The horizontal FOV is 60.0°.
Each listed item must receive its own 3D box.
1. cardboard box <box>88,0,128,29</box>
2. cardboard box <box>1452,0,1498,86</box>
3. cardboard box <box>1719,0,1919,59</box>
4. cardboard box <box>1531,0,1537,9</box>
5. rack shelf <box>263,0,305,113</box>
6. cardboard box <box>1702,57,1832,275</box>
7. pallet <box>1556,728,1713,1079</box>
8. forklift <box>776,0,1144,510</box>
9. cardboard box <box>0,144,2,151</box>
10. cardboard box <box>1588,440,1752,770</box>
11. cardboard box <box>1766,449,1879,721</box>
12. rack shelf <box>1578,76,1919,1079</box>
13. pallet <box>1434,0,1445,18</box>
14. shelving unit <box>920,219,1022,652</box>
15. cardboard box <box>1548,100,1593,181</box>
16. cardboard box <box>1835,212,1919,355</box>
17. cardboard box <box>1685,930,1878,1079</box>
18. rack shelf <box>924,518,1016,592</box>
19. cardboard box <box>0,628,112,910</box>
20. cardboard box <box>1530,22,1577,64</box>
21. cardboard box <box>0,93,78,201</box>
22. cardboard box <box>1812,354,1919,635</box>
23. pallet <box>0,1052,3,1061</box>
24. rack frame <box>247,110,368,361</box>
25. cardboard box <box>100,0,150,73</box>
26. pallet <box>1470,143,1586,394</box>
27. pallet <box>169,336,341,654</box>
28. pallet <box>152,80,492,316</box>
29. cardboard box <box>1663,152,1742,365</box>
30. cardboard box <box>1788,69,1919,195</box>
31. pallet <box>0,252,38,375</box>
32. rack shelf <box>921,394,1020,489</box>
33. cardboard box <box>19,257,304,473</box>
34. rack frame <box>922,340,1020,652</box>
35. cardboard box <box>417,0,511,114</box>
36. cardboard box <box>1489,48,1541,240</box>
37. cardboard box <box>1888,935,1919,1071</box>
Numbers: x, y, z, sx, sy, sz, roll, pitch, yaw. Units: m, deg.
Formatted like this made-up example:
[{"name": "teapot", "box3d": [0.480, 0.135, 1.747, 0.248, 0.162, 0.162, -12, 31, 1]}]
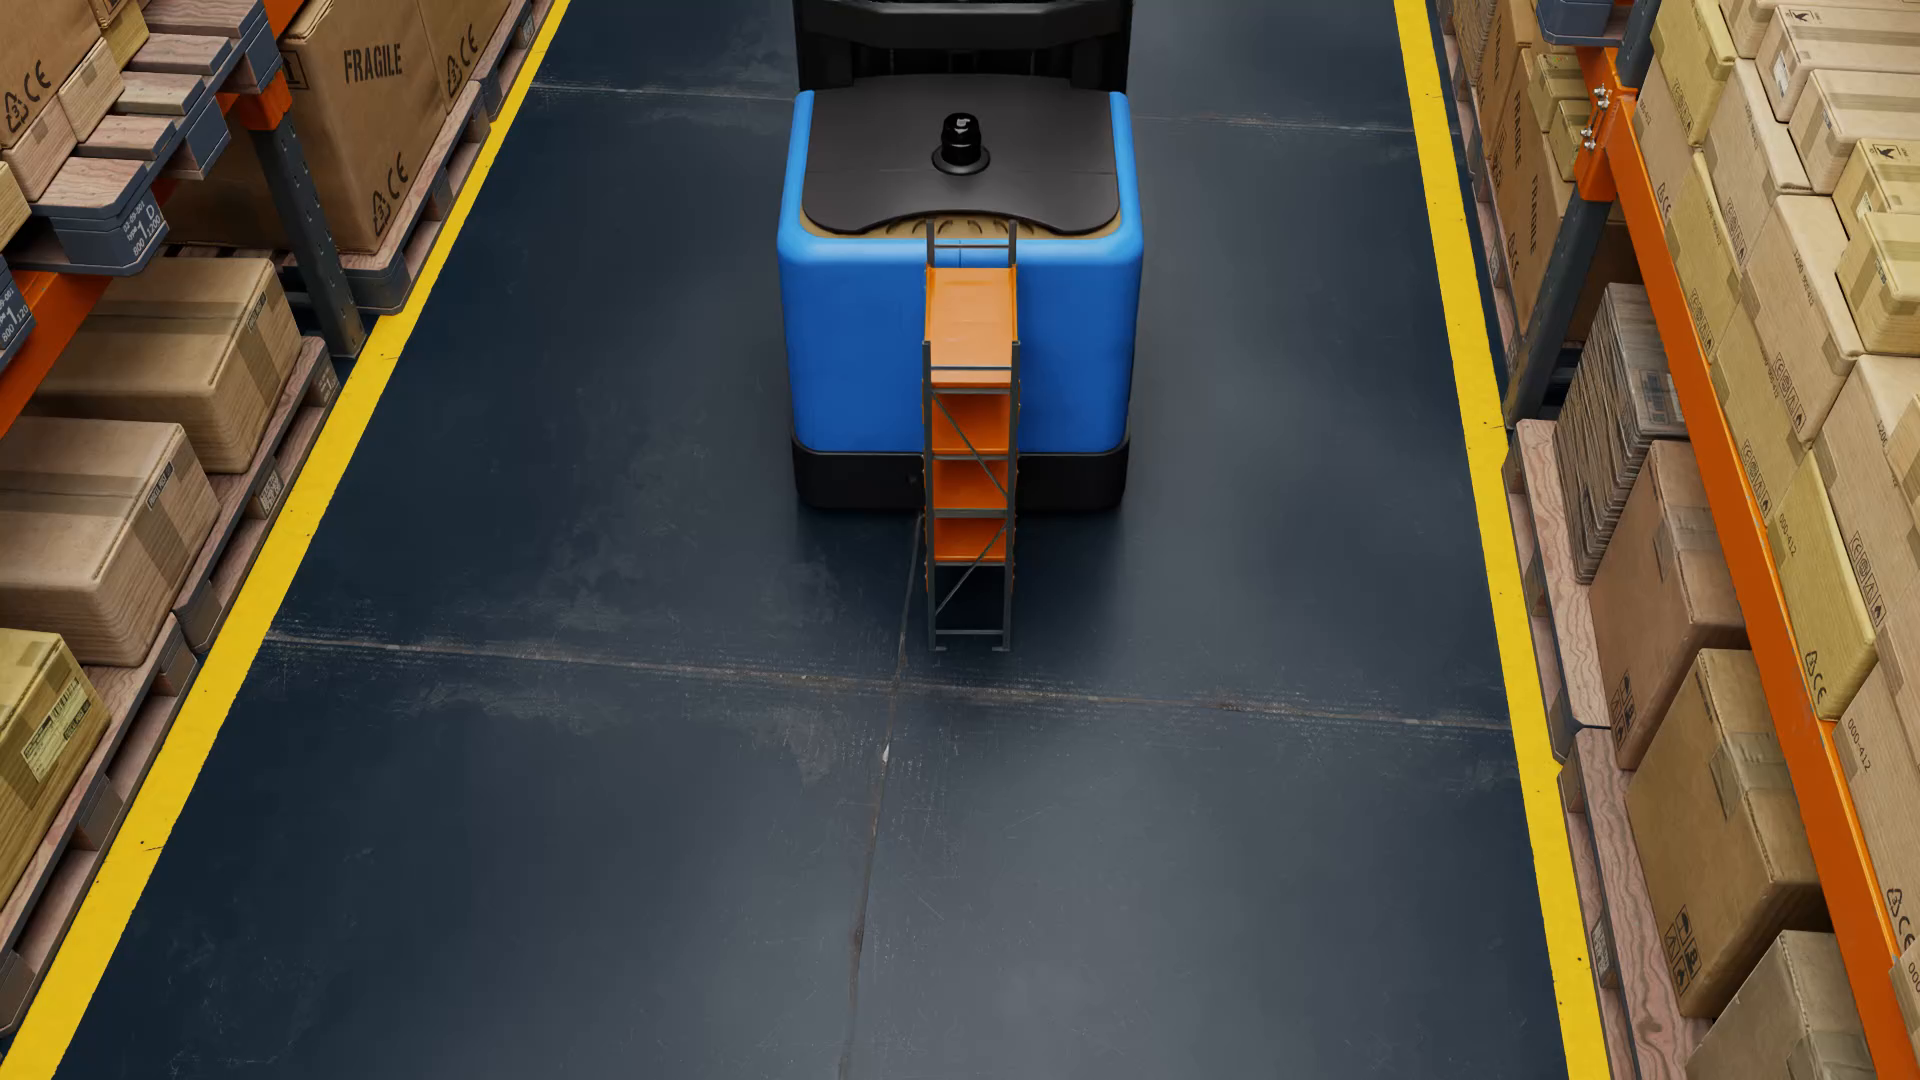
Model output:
[{"name": "cardboard box", "box3d": [-2.372, -1.642, 4.165, 0.500, 0.500, 0.500, 3, 48, 2]}, {"name": "cardboard box", "box3d": [2.290, -2.146, 6.589, 0.500, 0.500, 0.500, 2, 48, 2]}, {"name": "cardboard box", "box3d": [1.991, -1.230, 3.835, 0.380, 0.149, 0.250, 5, 48, 4]}, {"name": "cardboard box", "box3d": [2.282, -2.052, 6.064, 0.380, 0.149, 0.250, 3, 48, 3]}, {"name": "rack shelf", "box3d": [-2.425, -2.946, 6.399, 1.077, 0.370, 4.000, 4, 48, 4]}, {"name": "cardboard box", "box3d": [2.006, -0.828, 3.738, 0.500, 0.250, 0.500, 5, 48, 5]}, {"name": "pallet", "box3d": [2.108, 1.050, 4.147, 1.003, 0.211, 1.213, 4, 48, 4]}, {"name": "forklift", "box3d": [0.011, -2.156, 5.235, 1.130, 2.935, 3.031, 0, 48, 0]}, {"name": "cardboard box", "box3d": [-2.453, -0.890, 3.477, 0.500, 0.500, 0.500, 1, 48, 1]}, {"name": "cardboard box", "box3d": [2.214, 0.210, 4.350, 0.875, 0.625, 0.625, 5, 48, 5]}, {"name": "cardboard box", "box3d": [1.913, 0.102, 3.226, 0.500, 0.250, 0.500, 5, 48, 5]}, {"name": "rack shelf", "box3d": [2.154, 0.325, 3.408, 1.077, 0.370, 4.000, 4, 48, 4]}, {"name": "pallet", "box3d": [2.664, -2.785, 7.655, 1.003, 0.211, 1.213, 4, 48, 4]}, {"name": "shelving unit", "box3d": [0.029, -0.258, 4.673, 0.258, 1.200, 0.503, 0, 48, 0]}, {"name": "cardboard box", "box3d": [2.129, -1.285, 5.362, 0.380, 0.149, 0.250, 2, 48, 2]}, {"name": "cardboard box", "box3d": [1.907, -0.477, 3.146, 0.380, 0.149, 0.250, 5, 48, 4]}, {"name": "cardboard box", "box3d": [2.086, 1.258, 3.392, 0.875, 0.625, 0.625, 3, 48, 3]}, {"name": "rack shelf", "box3d": [0.029, -0.078, 4.869, 0.258, 0.148, 0.480, 0, 48, 0]}, {"name": "cardboard box", "box3d": [-2.803, 0.541, 4.219, 0.950, 0.372, 0.625, 5, 48, 5]}, {"name": "cardboard box", "box3d": [2.191, -1.678, 5.722, 0.380, 0.149, 0.250, 2, 48, 2]}, {"name": "cardboard box", "box3d": [-2.364, -0.944, 3.967, 0.380, 0.149, 0.250, 2, 48, 2]}, {"name": "cardboard box", "box3d": [1.918, -0.068, 3.042, 0.500, 0.250, 0.500, 4, 48, 4]}, {"name": "pallet", "box3d": [-2.902, 1.590, 3.653, 1.003, 0.211, 1.213, 4, 48, 4]}, {"name": "rack frame", "box3d": [-2.607, -1.719, 4.789, 1.000, 3.000, 0.127, 4, 48, 4]}, {"name": "cardboard box", "box3d": [-2.355, -1.317, 4.307, 0.380, 0.149, 0.250, 5, 48, 4]}, {"name": "pallet", "box3d": [2.442, -0.993, 6.015, 1.003, 0.211, 1.213, 4, 48, 4]}, {"name": "pallet", "box3d": [-2.680, -0.203, 5.293, 1.003, 0.211, 1.213, 4, 48, 4]}, {"name": "pallet", "box3d": [-2.460, -1.352, 6.343, 1.003, 0.211, 1.213, 4, 48, 4]}, {"name": "cardboard box", "box3d": [2.001, -0.658, 3.921, 0.500, 0.250, 0.500, 3, 48, 3]}, {"name": "cardboard box", "box3d": [1.982, -0.846, 3.484, 0.380, 0.149, 0.250, 4, 48, 4]}, {"name": "pallet", "box3d": [-2.747, -0.197, 3.527, 1.003, 0.211, 1.213, 4, 48, 4]}, {"name": "rack shelf", "box3d": [0.029, -0.363, 4.557, 0.258, 0.148, 0.480, 0, 48, 0]}, {"name": "cardboard box", "box3d": [-2.669, -0.559, 5.225, 0.950, 0.372, 0.625, 1, 48, 1]}, {"name": "rack frame", "box3d": [0.028, -0.078, 4.508, 0.240, 1.200, 0.015, 0, 48, 0]}, {"name": "cardboard box", "box3d": [-2.376, -2.300, 6.477, 0.875, 0.875, 0.875, 4, 48, 4]}, {"name": "cardboard box", "box3d": [2.217, -1.378, 5.887, 0.500, 0.500, 0.500, 3, 48, 3]}, {"name": "cardboard box", "box3d": [1.797, 0.845, 2.546, 0.500, 0.250, 0.500, 4, 48, 3]}]
